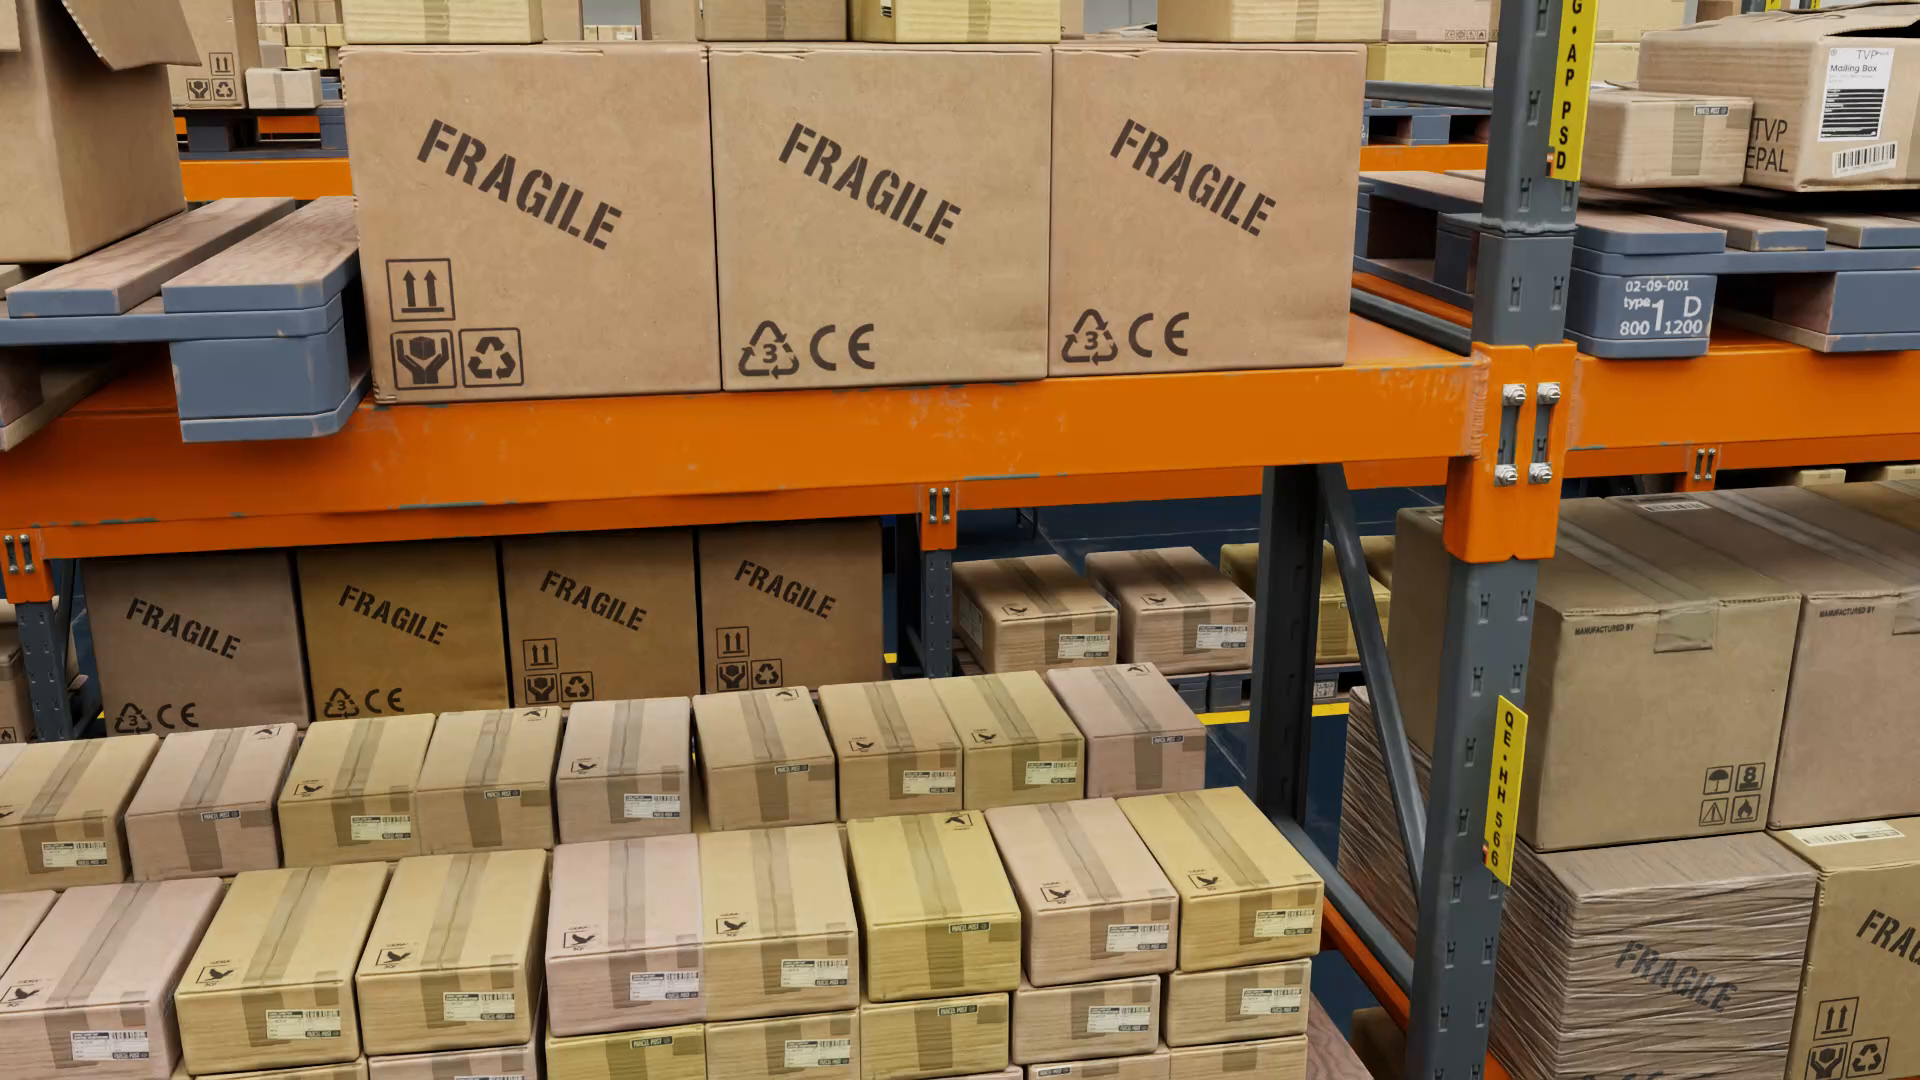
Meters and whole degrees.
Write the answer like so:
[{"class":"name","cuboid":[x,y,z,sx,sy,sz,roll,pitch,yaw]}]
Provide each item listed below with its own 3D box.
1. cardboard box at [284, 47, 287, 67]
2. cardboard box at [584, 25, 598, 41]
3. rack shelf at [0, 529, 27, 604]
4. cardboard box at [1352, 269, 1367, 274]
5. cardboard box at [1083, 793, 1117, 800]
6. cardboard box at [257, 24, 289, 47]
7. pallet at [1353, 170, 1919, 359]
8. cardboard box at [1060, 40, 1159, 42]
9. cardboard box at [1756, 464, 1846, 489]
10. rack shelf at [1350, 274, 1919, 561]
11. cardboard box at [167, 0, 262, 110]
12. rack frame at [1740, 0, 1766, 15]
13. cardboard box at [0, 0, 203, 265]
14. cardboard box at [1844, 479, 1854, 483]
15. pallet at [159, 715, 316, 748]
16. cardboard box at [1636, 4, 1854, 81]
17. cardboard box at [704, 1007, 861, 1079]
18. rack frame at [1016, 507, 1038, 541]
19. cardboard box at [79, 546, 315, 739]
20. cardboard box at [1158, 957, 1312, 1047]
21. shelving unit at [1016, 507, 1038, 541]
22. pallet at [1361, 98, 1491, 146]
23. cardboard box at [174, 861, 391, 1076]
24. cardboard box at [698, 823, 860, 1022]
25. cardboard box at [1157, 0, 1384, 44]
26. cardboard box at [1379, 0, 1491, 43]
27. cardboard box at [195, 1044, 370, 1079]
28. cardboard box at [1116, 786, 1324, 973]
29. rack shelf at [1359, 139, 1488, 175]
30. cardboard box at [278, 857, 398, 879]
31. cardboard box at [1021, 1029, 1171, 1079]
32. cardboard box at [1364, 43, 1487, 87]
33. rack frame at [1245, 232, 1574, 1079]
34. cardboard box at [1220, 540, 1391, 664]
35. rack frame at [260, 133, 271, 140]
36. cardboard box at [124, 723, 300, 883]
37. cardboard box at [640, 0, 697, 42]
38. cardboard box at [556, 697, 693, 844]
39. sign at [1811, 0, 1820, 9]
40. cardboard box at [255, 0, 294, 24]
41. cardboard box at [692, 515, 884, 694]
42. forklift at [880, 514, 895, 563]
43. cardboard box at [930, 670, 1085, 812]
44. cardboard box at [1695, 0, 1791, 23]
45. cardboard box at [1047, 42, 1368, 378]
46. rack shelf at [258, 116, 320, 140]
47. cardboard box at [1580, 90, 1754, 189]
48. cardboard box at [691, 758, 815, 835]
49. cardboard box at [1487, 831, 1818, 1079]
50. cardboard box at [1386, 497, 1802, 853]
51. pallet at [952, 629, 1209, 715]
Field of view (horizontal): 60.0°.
[{"class":"cardboard box","cuboid":[-4.697,-3.293,11.357,0.250,0.149,0.380,-3,17,-10]},{"class":"cardboard box","cuboid":[-2.694,-3.569,11.785,0.250,0.149,0.380,-3,17,-10]},{"class":"rack shelf","cuboid":[-6.084,0.058,7.240,4.000,0.370,1.077,-3,17,-10]},{"class":"cardboard box","cuboid":[1.815,-1.058,8.254,0.500,0.500,0.500,-4,18,-13]},{"class":"cardboard box","cuboid":[0.332,0.547,3.628,0.250,0.149,0.380,-2,17,-8]},{"class":"cardboard box","cuboid":[-4.690,-3.423,11.274,0.250,0.149,0.380,-3,17,-9]},{"class":"pallet","cuboid":[1.467,-0.594,3.349,1.003,0.211,1.213,-2,17,-8]},{"class":"cardboard box","cuboid":[0.234,-0.726,3.286,0.500,0.500,0.500,-3,17,-10]},{"class":"cardboard box","cuboid":[4.499,-0.343,8.905,0.250,0.149,0.380,-3,17,-10]},{"class":"rack shelf","cuboid":[2.809,-0.400,3.623,4.000,0.370,1.077,-3,17,-10]},{"class":"cardboard box","cuboid":[-3.200,-2.046,6.868,0.500,0.500,0.500,-4,17,-11]},{"class":"rack frame","cuboid":[3.734,-3.711,8.067,0.127,3.000,1.000,-3,17,-10]},{"class":"cardboard box","cuboid":[-1.541,-0.708,2.509,0.637,0.503,0.797,-3,17,-11]},{"class":"cardboard box","cuboid":[4.888,-0.076,9.142,0.500,0.500,0.500,-3,17,-8]},{"class":"pallet","cuboid":[-3.378,0.871,8.118,1.213,0.211,1.003,-3,17,-10]},{"class":"cardboard box","cuboid":[1.814,-0.984,3.563,0.500,0.311,0.500,-3,17,-10]},{"class":"cardboard box","cuboid":[-0.319,0.781,2.865,0.250,0.149,0.380,-3,17,-10]},{"class":"rack frame","cuboid":[0.460,-0.767,11.256,0.023,1.500,0.400,-5,18,-15]},{"class":"cardboard box","cuboid":[-3.527,0.360,7.935,0.875,0.875,0.875,-3,17,-9]},{"class":"cardboard box","cuboid":[0.446,0.737,3.010,0.250,0.149,0.380,-3,17,-9]},{"class":"shelving unit","cuboid":[0.109,-0.738,11.159,0.755,1.500,0.431,-5,18,-15]},{"class":"pallet","cuboid":[2.090,-2.125,8.332,1.003,0.211,1.213,-3,17,-10]},{"class":"cardboard box","cuboid":[-1.075,0.681,2.685,0.250,0.149,0.380,-3,17,-9]},{"class":"cardboard box","cuboid":[-0.315,0.639,2.821,0.250,0.149,0.380,-3,17,-9]},{"class":"cardboard box","cuboid":[0.497,-0.949,2.710,0.258,0.266,0.396,-3,17,-10]},{"class":"cardboard box","cuboid":[2.191,-2.513,7.964,0.500,0.250,0.500,-3,17,-10]},{"class":"cardboard box","cuboid":[-1.073,0.824,2.727,0.250,0.149,0.380,-4,17,-12]},{"class":"cardboard box","cuboid":[0.451,0.595,2.964,0.250,0.149,0.380,-4,18,-13]},{"class":"rack shelf","cuboid":[1.770,-1.822,8.251,4.000,0.370,1.077,-3,17,-10]},{"class":"cardboard box","cuboid":[-1.196,0.635,3.340,0.250,0.149,0.380,-3,17,-8]},{"class":"cardboard box","cuboid":[0.204,0.894,3.006,0.250,0.149,0.380,-3,17,-11]},{"class":"cardboard box","cuboid":[2.189,-2.277,8.048,0.500,0.250,0.500,-3,17,-10]},{"class":"rack frame","cuboid":[0.845,0.801,3.595,0.127,3.000,1.000,-3,17,-10]},{"class":"cardboard box","cuboid":[1.832,0.322,8.914,0.625,0.372,0.950,-3,17,-9]},{"class":"rack frame","cuboid":[-5.066,-1.828,12.155,0.127,3.000,1.000,-3,17,-10]},{"class":"cardboard box","cuboid":[-1.446,0.508,3.249,0.250,0.149,0.380,-4,18,-13]},{"class":"cardboard box","cuboid":[-1.129,-2.193,7.348,0.500,0.500,0.700,-4,18,-13]},{"class":"cardboard box","cuboid":[-0.676,0.464,3.391,0.250,0.149,0.380,-2,17,-8]},{"class":"sign","cuboid":[6.805,-4.159,13.261,0.005,0.325,0.100,-3,17,-10]},{"class":"cardboard box","cuboid":[-4.704,-3.647,11.298,0.258,0.266,0.396,-3,17,-11]},{"class":"cardboard box","cuboid":[-0.887,0.209,8.426,0.875,0.875,0.875,-3,17,-11]},{"class":"forklift","cuboid":[-1.696,-1.226,10.312,3.031,2.935,1.130,-6,18,-18]},{"class":"cardboard box","cuboid":[0.091,0.422,3.530,0.250,0.149,0.380,-4,17,-12]},{"class":"cardboard box","cuboid":[6.328,-4.132,13.491,0.500,0.500,0.500,-3,17,-9]},{"class":"cardboard box","cuboid":[0.332,-0.576,2.798,0.500,0.500,0.500,-3,17,-10]},{"class":"rack shelf","cuboid":[-3.102,-3.030,12.183,4.000,0.370,1.077,-3,17,-10]},{"class":"cardboard box","cuboid":[1.203,-0.734,3.026,0.250,0.149,0.380,-4,18,-13]},{"class":"cardboard box","cuboid":[-0.443,0.593,3.479,0.250,0.149,0.380,-3,17,-10]},{"class":"cardboard box","cuboid":[1.337,0.806,3.409,0.500,0.500,0.500,-3,17,-10]},{"class":"cardboard box","cuboid":[1.288,0.253,3.506,0.500,0.500,0.700,-3,17,-11]},{"class":"pallet","cuboid":[0.574,0.669,8.773,1.213,0.211,1.003,-3,17,-10]}]
